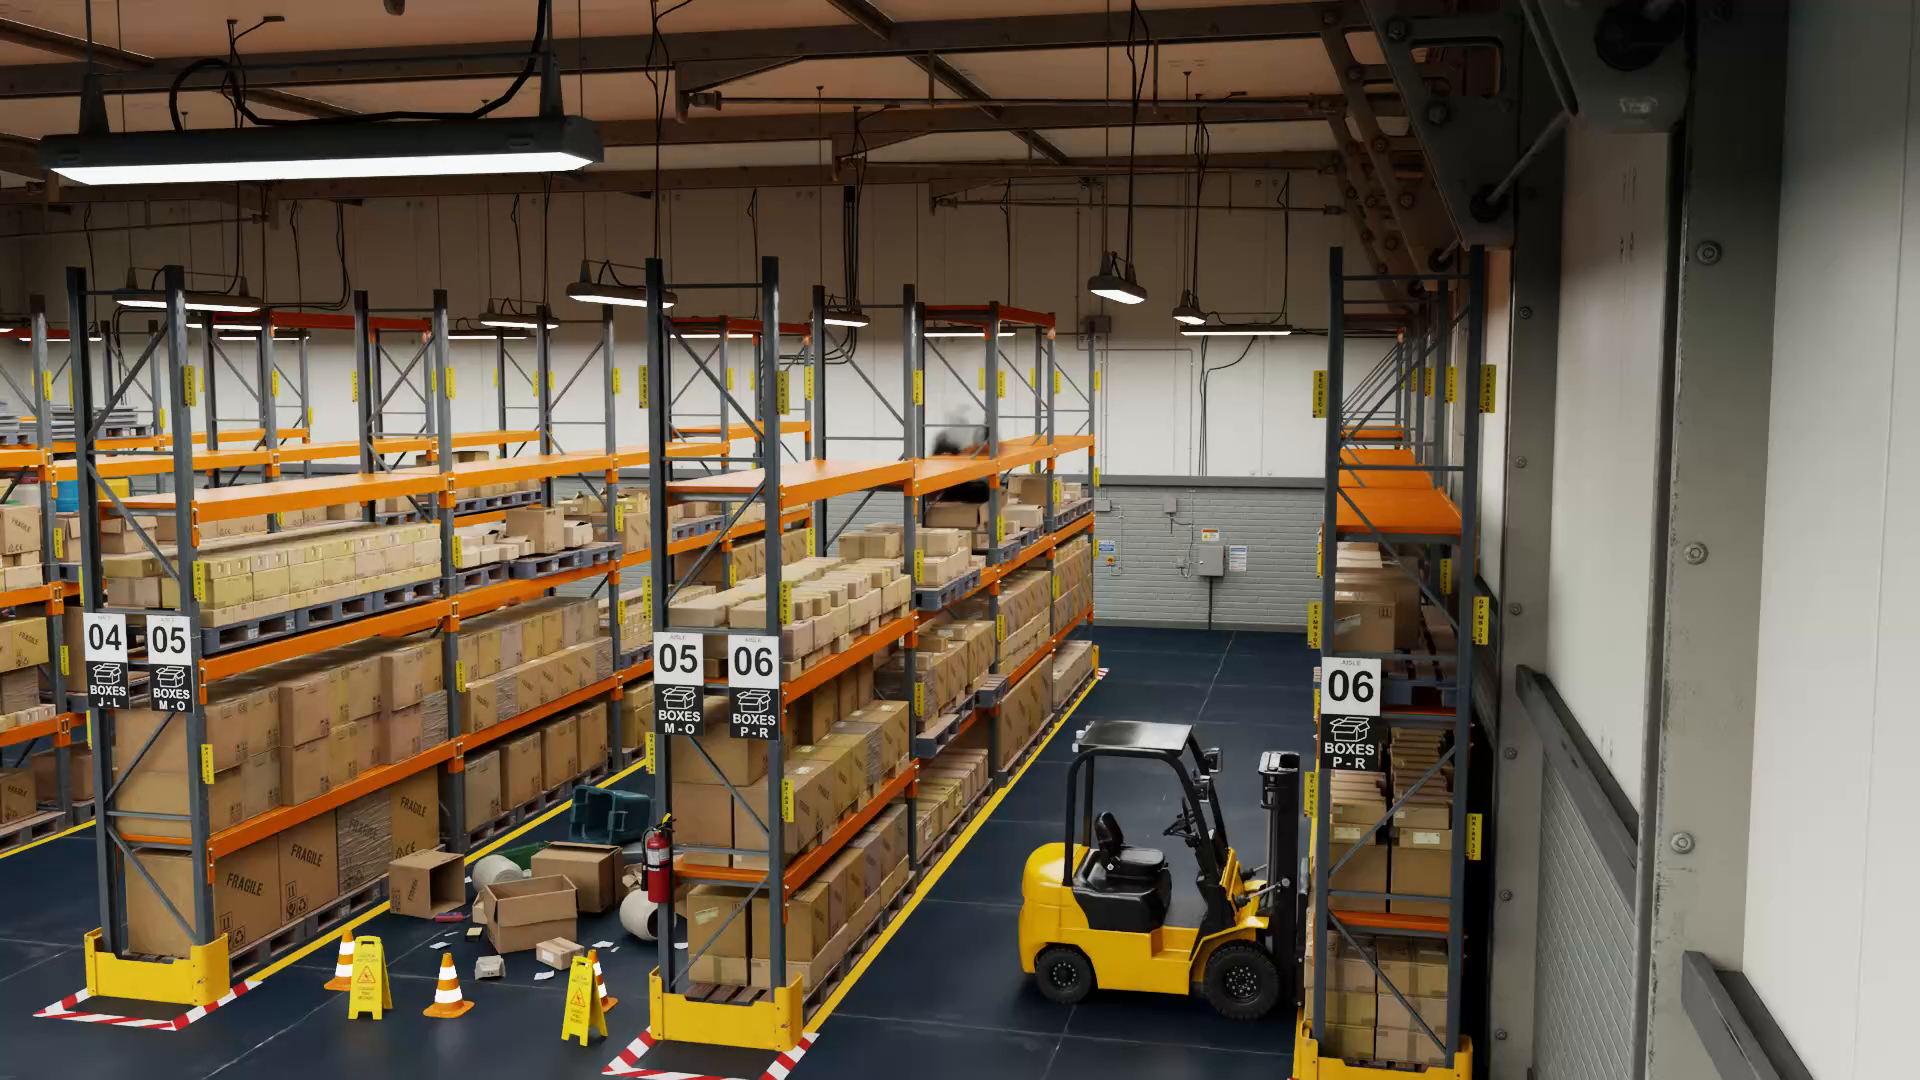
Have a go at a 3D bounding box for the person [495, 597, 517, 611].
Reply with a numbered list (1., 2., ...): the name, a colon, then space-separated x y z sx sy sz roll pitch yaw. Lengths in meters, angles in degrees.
1. person: -7.071 1.658 26.157 0.651 1.759 0.636 0 6 4
